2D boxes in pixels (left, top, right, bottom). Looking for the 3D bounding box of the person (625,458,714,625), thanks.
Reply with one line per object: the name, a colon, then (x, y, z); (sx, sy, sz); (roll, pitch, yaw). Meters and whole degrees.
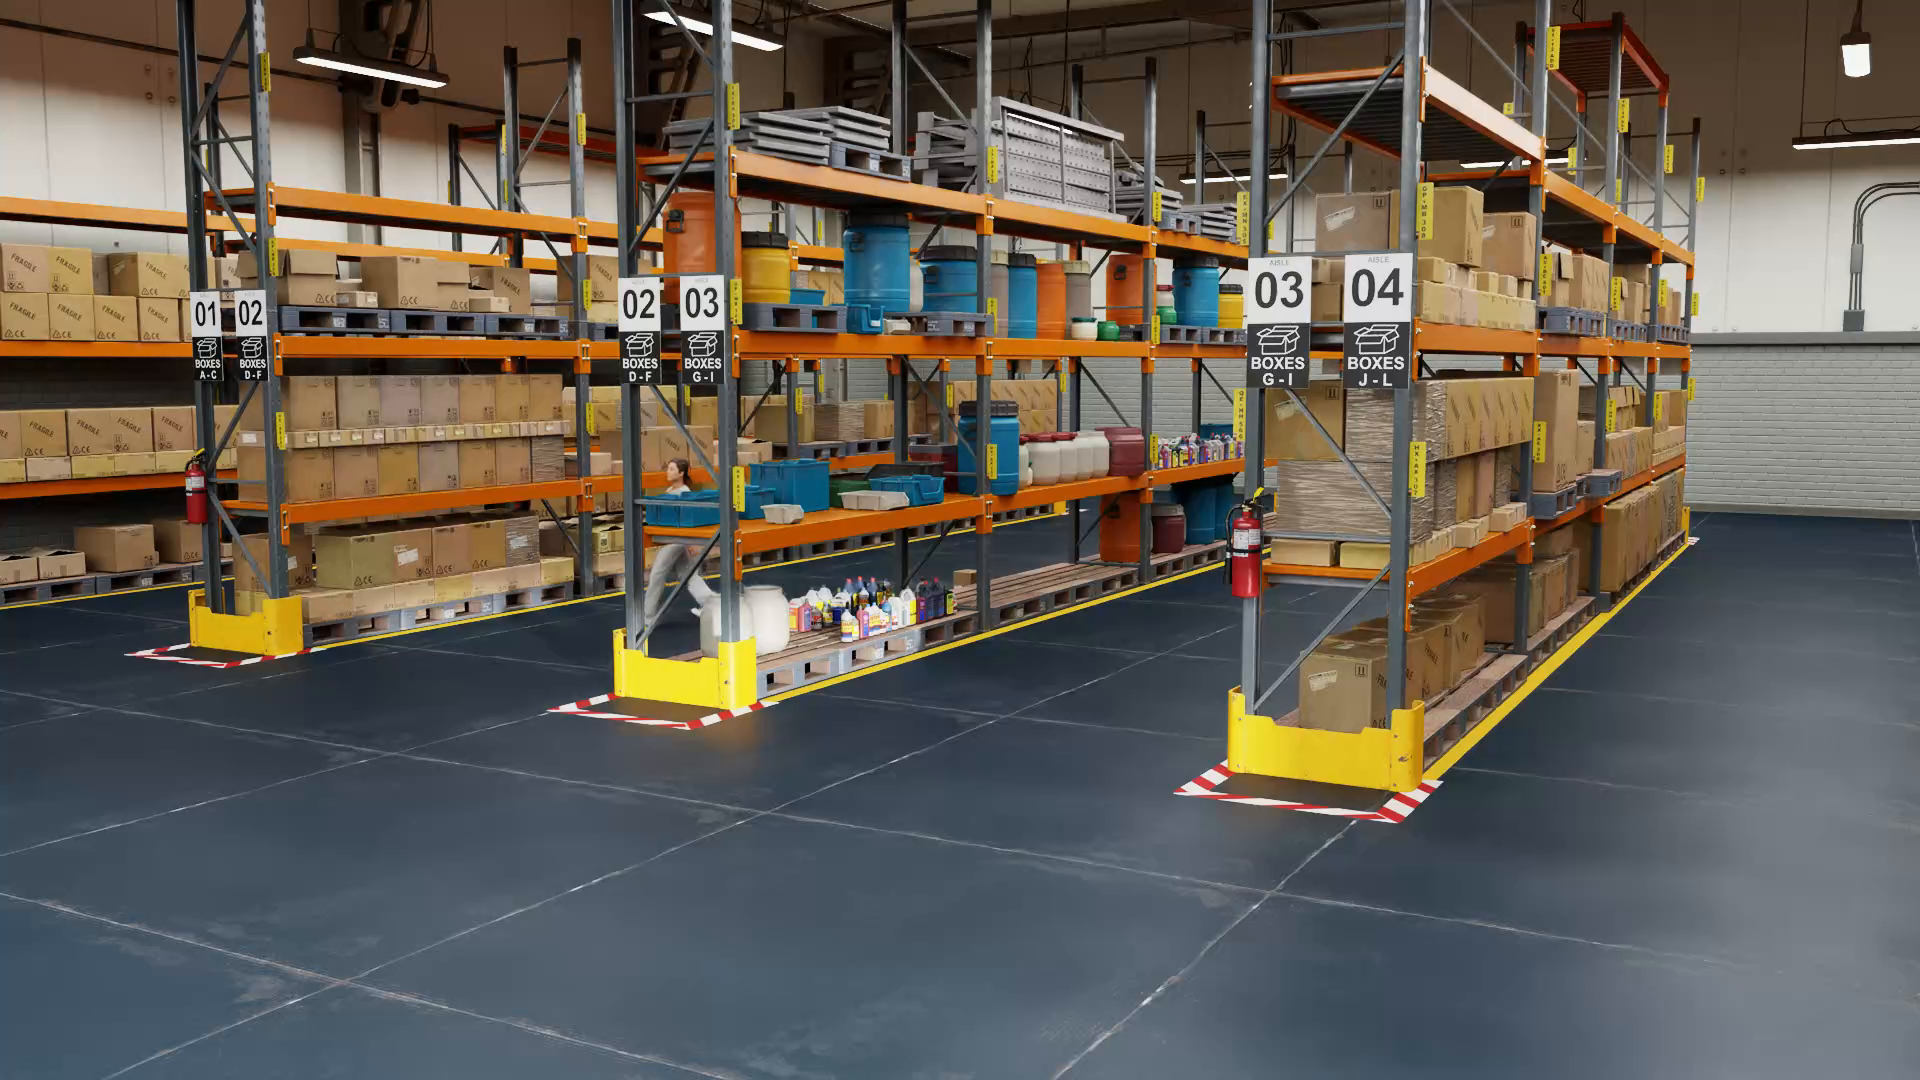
person: (-2.823, 0.006, 16.288); (1.025, 1.617, 0.446); (-3, 7, -27)
